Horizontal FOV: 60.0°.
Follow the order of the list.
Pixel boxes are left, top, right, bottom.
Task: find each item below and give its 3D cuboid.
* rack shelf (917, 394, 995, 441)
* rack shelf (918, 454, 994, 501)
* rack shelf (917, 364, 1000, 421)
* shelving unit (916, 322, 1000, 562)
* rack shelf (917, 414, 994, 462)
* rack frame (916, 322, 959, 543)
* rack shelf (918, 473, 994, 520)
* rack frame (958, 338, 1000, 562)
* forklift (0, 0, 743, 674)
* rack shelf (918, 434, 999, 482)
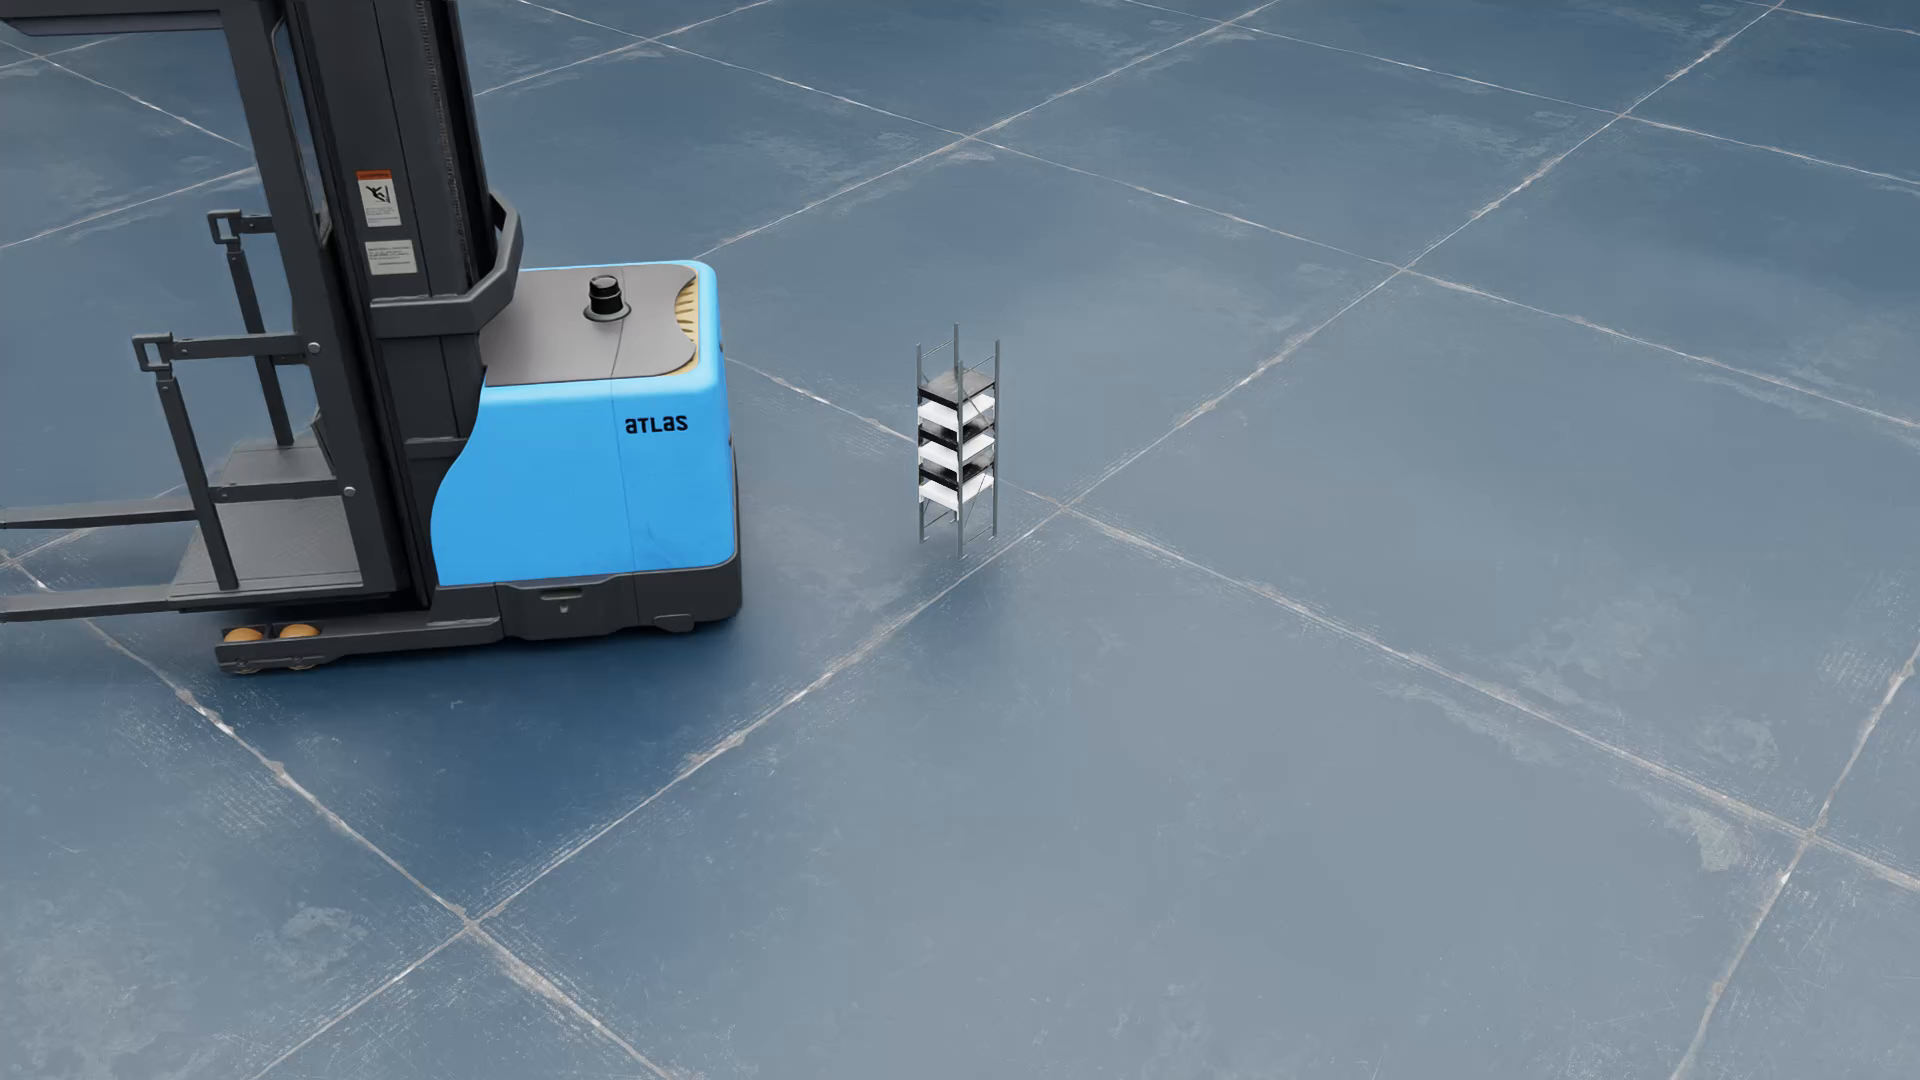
[{"bbox_3d":[-0.006,-0.495,6.417,0.200,0.077,0.258,25,42,32],"label":"rack shelf"},{"bbox_3d":[-0.006,-0.272,6.569,0.200,0.077,0.258,25,42,32],"label":"rack shelf"},{"bbox_3d":[-0.006,-0.569,6.366,0.200,0.077,0.258,25,42,32],"label":"rack shelf"},{"bbox_3d":[-0.006,-0.374,6.500,0.210,0.900,0.258,25,42,32],"label":"shelving unit"},{"bbox_3d":[-0.006,-0.421,6.467,0.200,0.077,0.258,25,42,32],"label":"rack shelf"},{"bbox_3d":[-0.084,-0.411,6.553,0.006,0.900,0.240,25,42,32],"label":"rack frame"},{"bbox_3d":[-0.006,-0.198,6.620,0.200,0.077,0.258,25,42,32],"label":"rack shelf"},{"bbox_3d":[0.072,-0.337,6.446,0.006,0.900,0.240,25,42,32],"label":"rack frame"},{"bbox_3d":[-2.379,-1.040,5.676,3.031,2.935,1.130,-4,35,-6],"label":"forklift"},{"bbox_3d":[-0.006,-0.346,6.518,0.200,0.077,0.258,25,42,32],"label":"rack shelf"}]
